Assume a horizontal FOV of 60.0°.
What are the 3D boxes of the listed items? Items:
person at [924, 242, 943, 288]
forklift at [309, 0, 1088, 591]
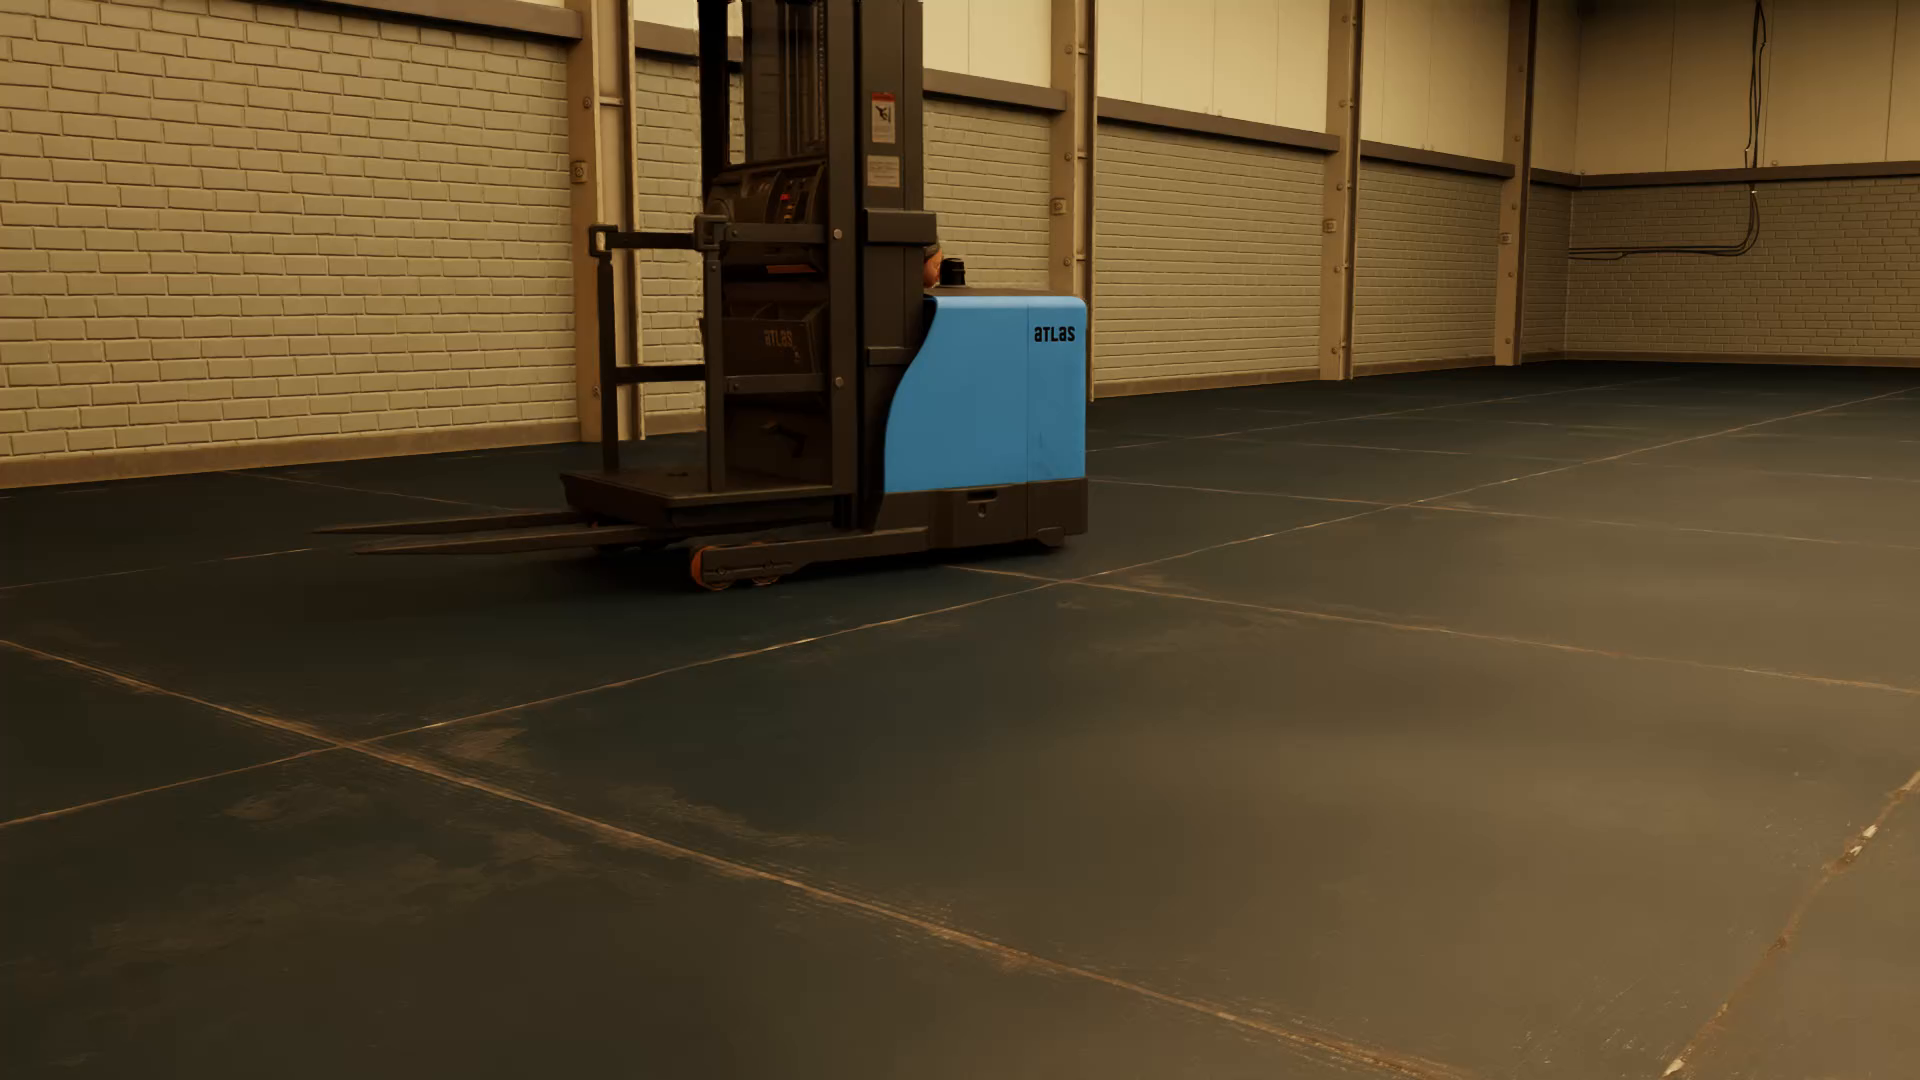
[{"bbox_3d":[-0.071,-0.751,8.041,0.871,1.431,0.858,1,8,10],"label":"person"},{"bbox_3d":[-0.956,-1.350,6.508,3.031,2.935,1.130,-6,10,-34],"label":"forklift"}]
